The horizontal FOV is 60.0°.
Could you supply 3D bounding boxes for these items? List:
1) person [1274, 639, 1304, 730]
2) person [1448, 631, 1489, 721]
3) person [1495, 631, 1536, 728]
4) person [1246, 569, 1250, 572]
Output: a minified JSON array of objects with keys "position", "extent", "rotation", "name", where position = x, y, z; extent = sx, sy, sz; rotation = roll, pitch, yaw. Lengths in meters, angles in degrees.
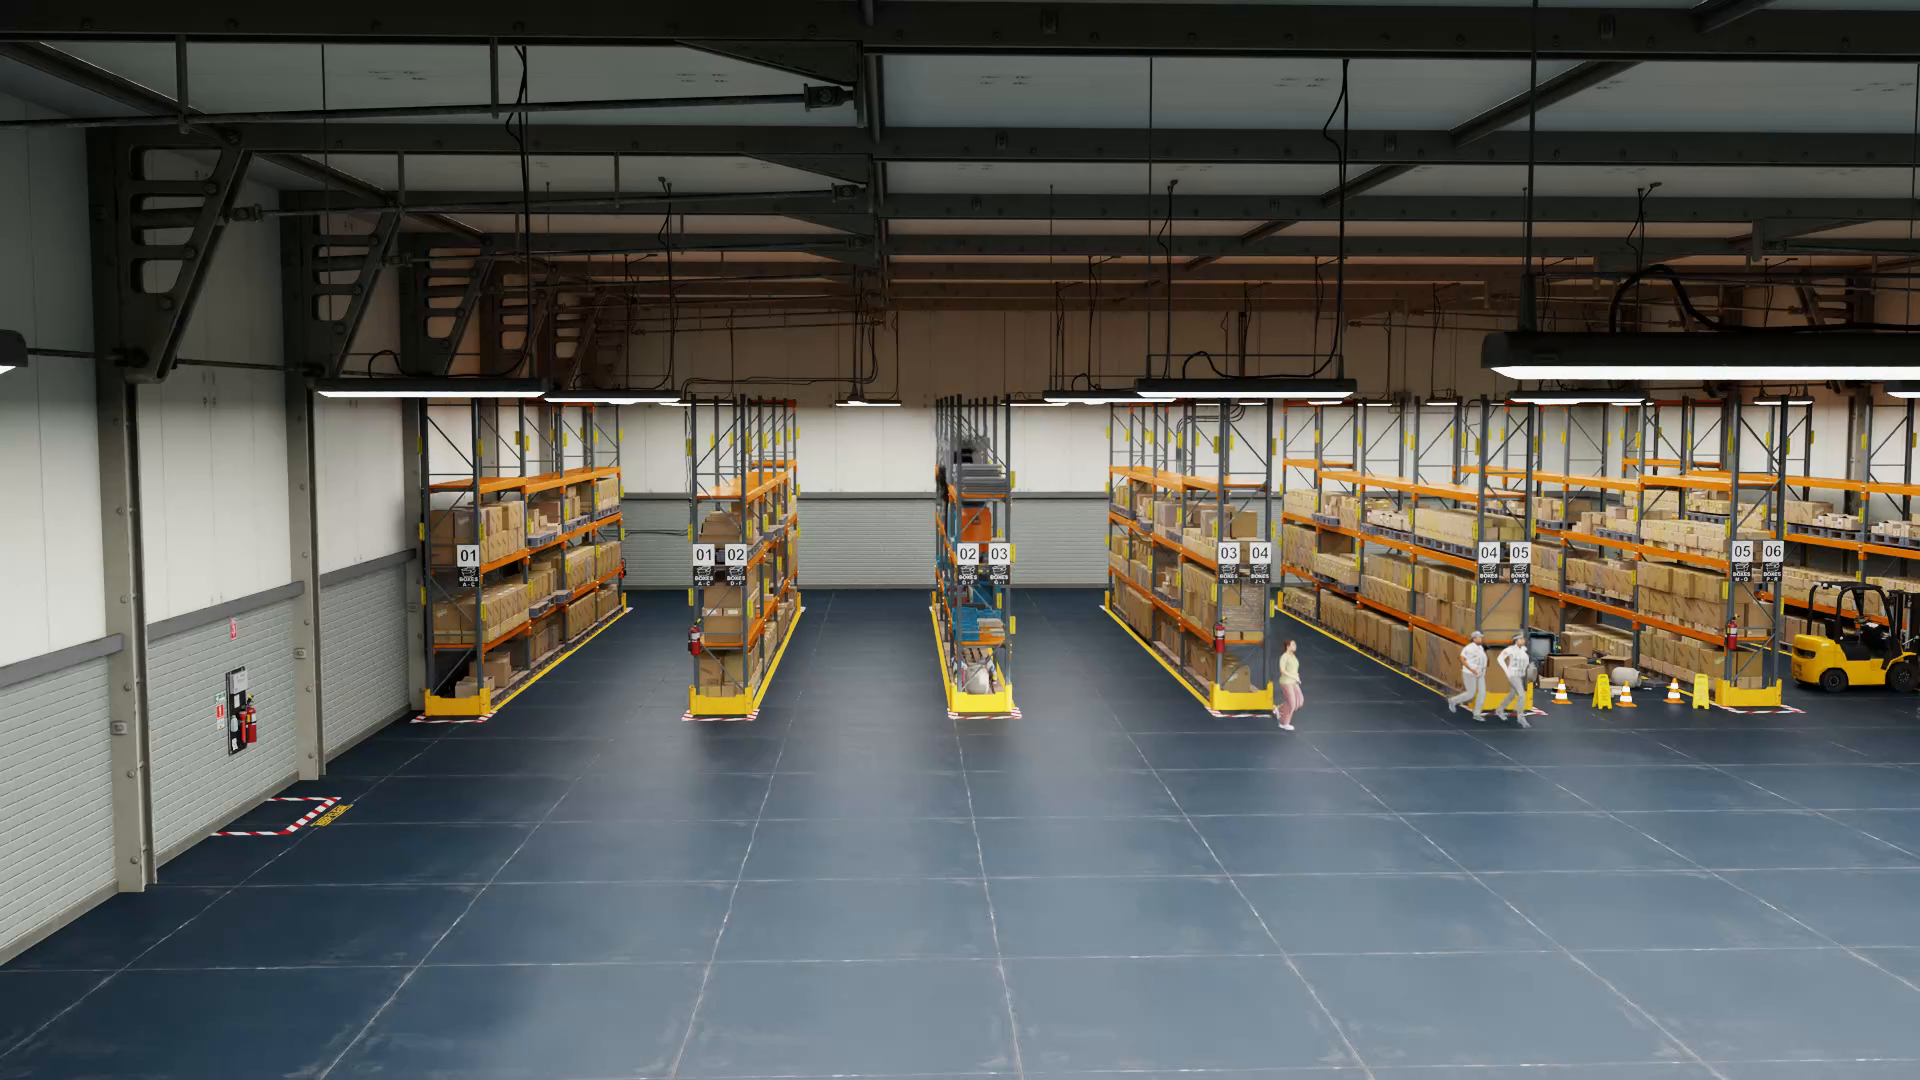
[{"position":[5.889,2.570,29.800],"extent":[0.570,1.635,0.614],"rotation":[3,5,33],"name":"person"},{"position":[9.527,2.500,30.814],"extent":[0.669,1.622,0.766],"rotation":[-4,6,-38],"name":"person"},{"position":[10.067,2.498,30.179],"extent":[0.609,1.733,0.791],"rotation":[-3,6,-37],"name":"person"},{"position":[8.503,1.067,48.649],"extent":[0.596,1.677,0.820],"rotation":[-3,5,-31],"name":"person"}]
